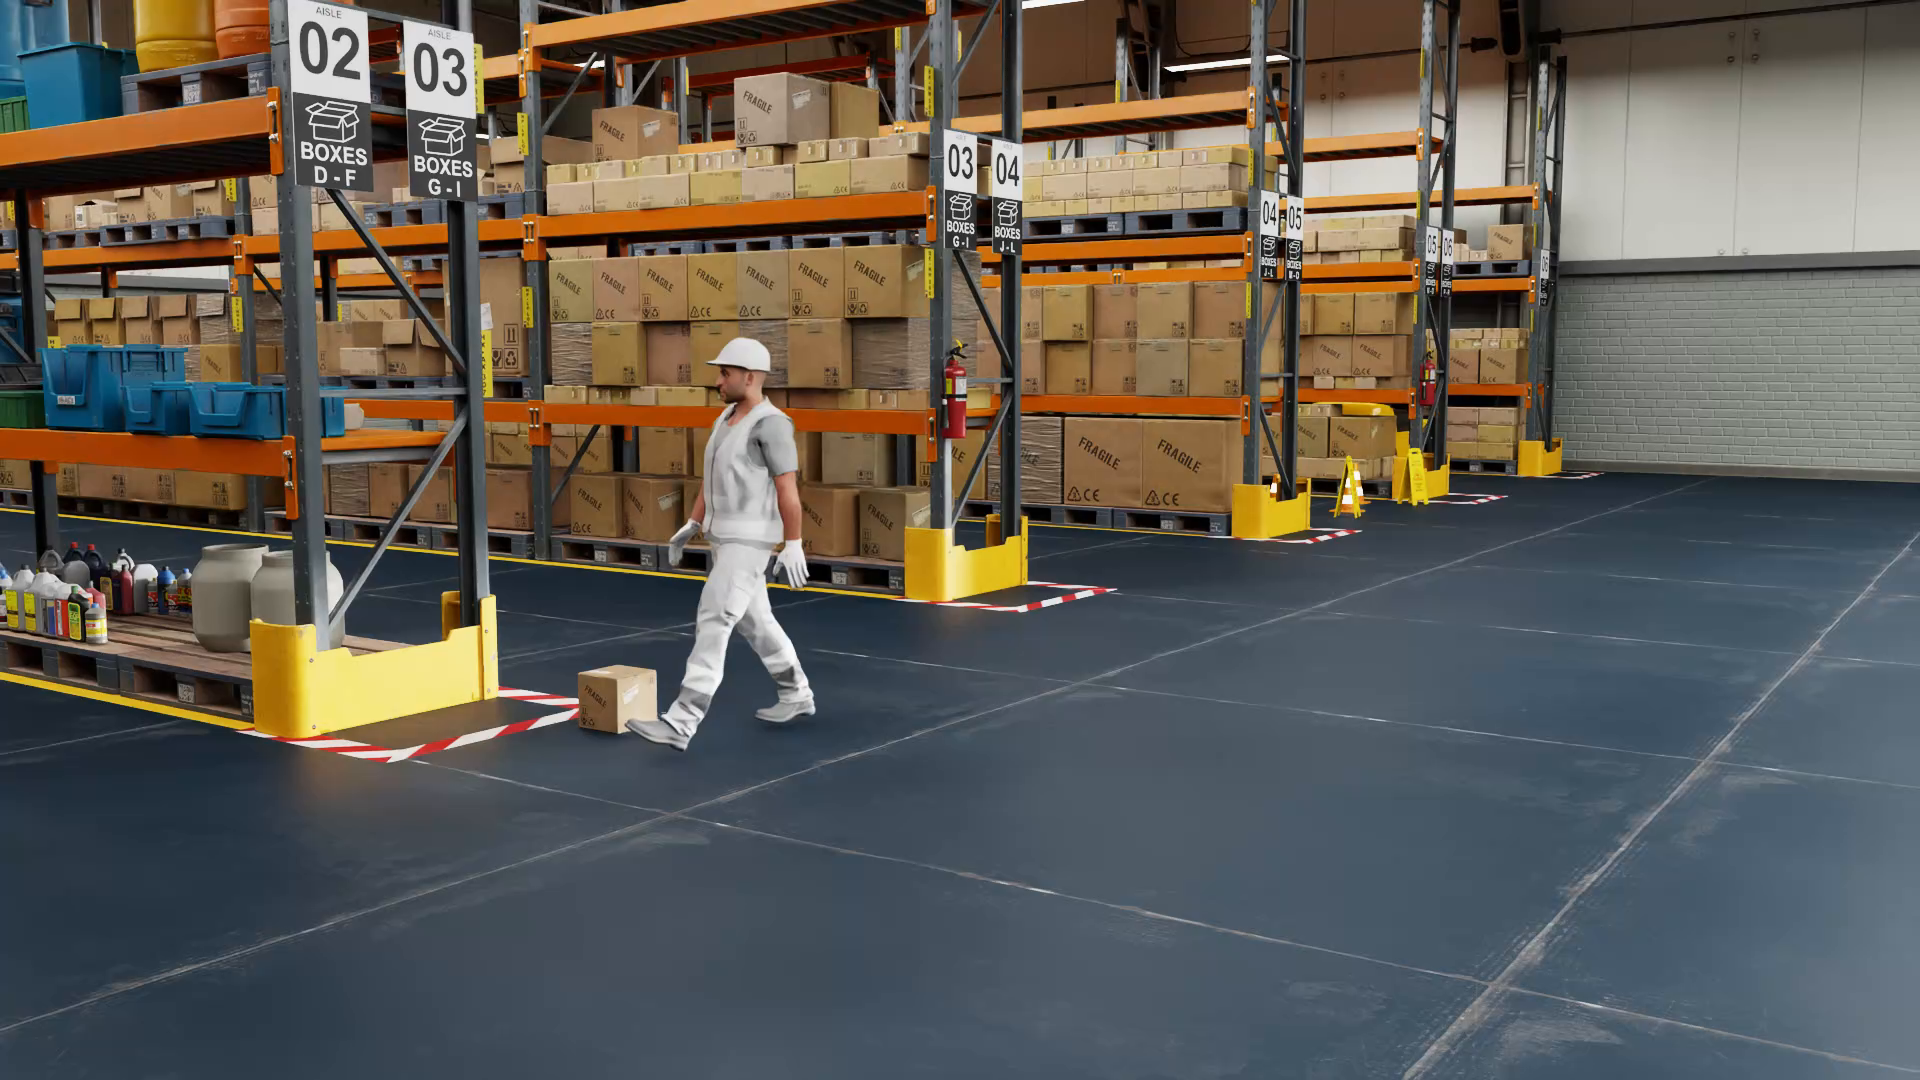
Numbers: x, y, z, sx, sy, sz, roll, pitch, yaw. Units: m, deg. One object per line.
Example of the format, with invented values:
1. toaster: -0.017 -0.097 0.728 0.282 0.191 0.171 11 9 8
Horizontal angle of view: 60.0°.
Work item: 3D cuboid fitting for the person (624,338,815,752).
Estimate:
1. person: -1.037 0.001 7.178 1.008 1.736 0.563 -4 7 -31
